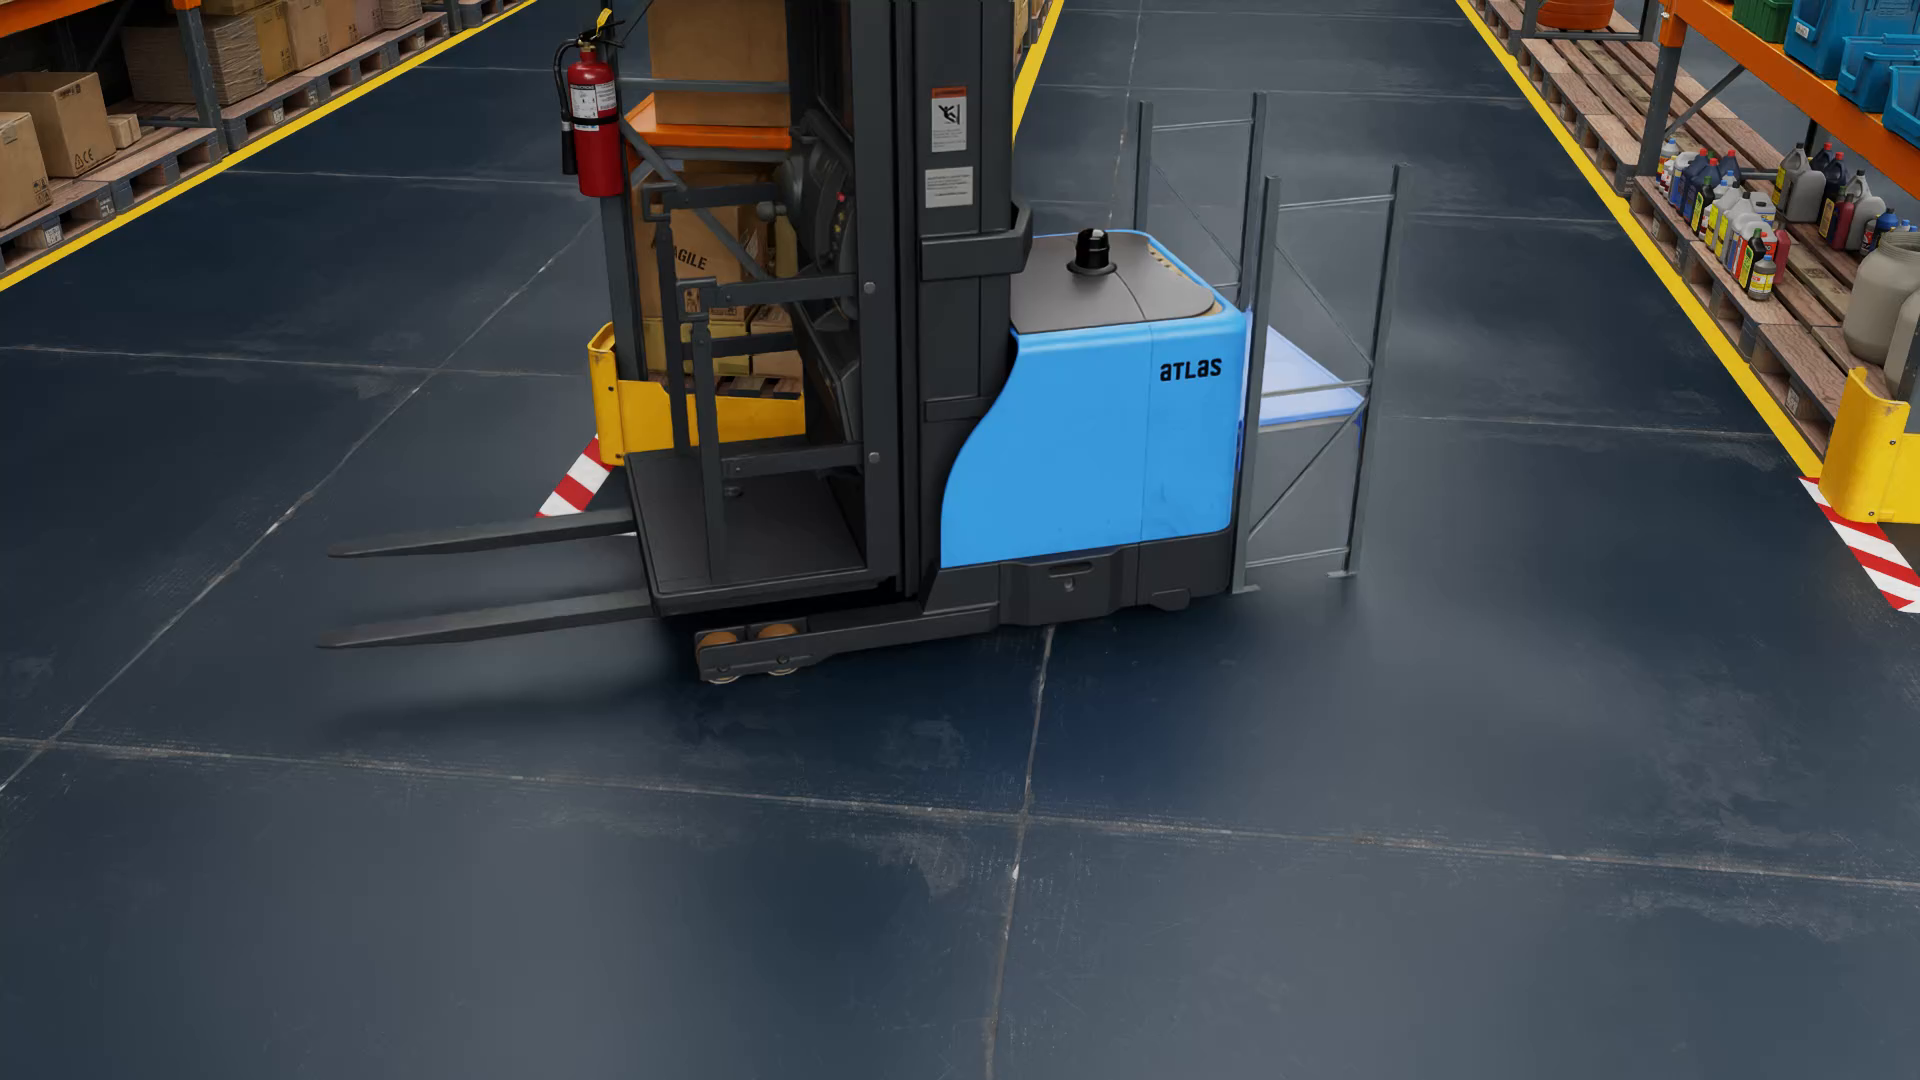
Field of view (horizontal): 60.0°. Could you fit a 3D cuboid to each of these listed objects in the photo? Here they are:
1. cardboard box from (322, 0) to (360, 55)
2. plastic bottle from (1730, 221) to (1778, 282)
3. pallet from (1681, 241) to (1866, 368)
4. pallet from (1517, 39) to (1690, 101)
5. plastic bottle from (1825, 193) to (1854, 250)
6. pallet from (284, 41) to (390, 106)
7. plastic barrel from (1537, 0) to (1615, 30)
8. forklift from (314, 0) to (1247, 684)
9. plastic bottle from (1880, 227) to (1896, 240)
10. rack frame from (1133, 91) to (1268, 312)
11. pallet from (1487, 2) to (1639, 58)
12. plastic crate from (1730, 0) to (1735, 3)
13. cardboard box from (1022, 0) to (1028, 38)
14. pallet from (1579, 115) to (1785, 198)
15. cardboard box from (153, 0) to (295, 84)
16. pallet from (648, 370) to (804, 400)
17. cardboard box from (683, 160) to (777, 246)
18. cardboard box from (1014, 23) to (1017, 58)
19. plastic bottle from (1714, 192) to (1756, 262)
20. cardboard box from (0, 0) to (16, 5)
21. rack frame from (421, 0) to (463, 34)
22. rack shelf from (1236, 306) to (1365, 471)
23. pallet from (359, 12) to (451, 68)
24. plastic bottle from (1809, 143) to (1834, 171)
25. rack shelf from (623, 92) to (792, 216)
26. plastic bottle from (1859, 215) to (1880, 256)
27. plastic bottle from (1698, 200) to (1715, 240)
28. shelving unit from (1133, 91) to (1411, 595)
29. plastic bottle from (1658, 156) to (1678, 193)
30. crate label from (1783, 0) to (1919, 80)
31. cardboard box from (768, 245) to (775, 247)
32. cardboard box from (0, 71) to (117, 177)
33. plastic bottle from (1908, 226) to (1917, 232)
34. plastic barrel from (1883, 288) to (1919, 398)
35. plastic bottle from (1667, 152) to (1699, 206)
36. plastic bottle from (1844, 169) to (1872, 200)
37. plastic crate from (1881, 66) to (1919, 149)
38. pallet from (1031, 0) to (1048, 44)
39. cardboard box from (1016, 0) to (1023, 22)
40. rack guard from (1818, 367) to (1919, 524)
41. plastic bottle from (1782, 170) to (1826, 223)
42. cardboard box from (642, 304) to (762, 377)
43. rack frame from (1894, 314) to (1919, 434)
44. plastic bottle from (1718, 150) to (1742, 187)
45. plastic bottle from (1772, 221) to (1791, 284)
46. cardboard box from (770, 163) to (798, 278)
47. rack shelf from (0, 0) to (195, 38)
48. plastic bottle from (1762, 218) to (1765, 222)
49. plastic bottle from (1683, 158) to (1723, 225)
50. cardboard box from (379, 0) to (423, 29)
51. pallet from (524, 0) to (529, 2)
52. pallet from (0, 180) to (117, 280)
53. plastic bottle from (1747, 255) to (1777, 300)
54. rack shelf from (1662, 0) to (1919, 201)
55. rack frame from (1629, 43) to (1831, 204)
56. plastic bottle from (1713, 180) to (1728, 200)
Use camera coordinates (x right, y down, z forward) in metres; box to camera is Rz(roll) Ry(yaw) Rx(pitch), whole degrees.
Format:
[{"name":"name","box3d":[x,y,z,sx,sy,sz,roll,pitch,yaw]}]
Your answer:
[{"name":"cardboard box","box3d":[-5.075,-4.023,12.726,0.700,0.500,0.500,3,28,6]},{"name":"plastic bottle","box3d":[3.873,-1.403,8.099,0.152,0.276,0.135,4,29,7]},{"name":"pallet","box3d":[4.245,-1.167,8.193,1.003,0.211,1.213,3,28,6]},{"name":"pallet","box3d":[4.872,-3.577,12.667,1.003,0.211,1.213,3,28,6]},{"name":"plastic bottle","box3d":[4.530,-1.649,8.549,0.061,0.283,0.133,3,28,6]},{"name":"pallet","box3d":[-5.076,-3.575,12.662,1.003,0.211,1.213,3,28,6]},{"name":"plastic barrel","box3d":[5.049,-4.628,13.522,0.600,0.830,0.708,3,28,6]},{"name":"forklift","box3d":[-0.632,-1.103,5.206,3.031,2.935,1.130,-7,29,-13]},{"name":"plastic bottle","box3d":[4.623,-1.453,8.271,0.097,0.201,0.097,0,28,0]},{"name":"rack frame","box3d":[0.897,-0.968,6.466,0.500,1.500,0.032,-8,29,-15]},{"name":"pallet","box3d":[5.061,-4.313,14.033,1.003,0.211,1.213,3,28,6]},{"name":"plastic crate","box3d":[4.325,-3.018,8.754,0.767,0.338,0.504,3,28,6]},{"name":"cardboard box","box3d":[0.268,-4.169,13.282,0.500,0.250,0.500,4,29,7]},{"name":"pallet","box3d":[4.573,-2.428,10.535,1.003,0.211,1.213,3,28,6]},{"name":"cardboard box","box3d":[-5.230,-3.546,11.842,0.700,0.500,0.500,3,28,5]},{"name":"pallet","box3d":[-0.838,-0.826,7.560,1.003,0.211,1.213,3,28,6]},{"name":"cardboard box","box3d":[-1.012,-1.737,7.976,0.500,0.500,0.500,3,28,6]},{"name":"cardboard box","box3d":[0.143,-3.690,12.392,0.500,0.250,0.500,4,29,7]},{"name":"plastic bottle","box3d":[3.907,-1.579,8.348,0.144,0.351,0.185,5,29,8]},{"name":"cardboard box","box3d":[-5.250,-2.853,8.521,0.500,0.250,0.500,4,29,7]},{"name":"rack frame","box3d":[-4.827,-5.743,13.747,1.000,3.000,0.127,3,28,6]},{"name":"rack shelf","box3d":[1.047,-0.580,6.124,0.538,0.185,1.000,-8,29,-15]},{"name":"pallet","box3d":[-4.924,-4.147,13.725,1.003,0.211,1.213,3,28,6]},{"name":"plastic bottle","box3d":[4.723,-1.992,9.113,0.144,0.351,0.185,3,28,5]},{"name":"rack shelf","box3d":[-0.645,-2.315,8.144,1.077,0.370,4.000,3,28,6]},{"name":"plastic bottle","box3d":[4.648,-1.550,8.451,0.097,0.201,0.097,0,28,0]},{"name":"plastic bottle","box3d":[3.924,-1.669,8.672,0.097,0.201,0.097,0,28,0]},{"name":"shelving unit","box3d":[1.047,-0.738,6.038,0.538,1.500,1.048,-8,29,-15]},{"name":"plastic bottle","box3d":[4.029,-2.073,9.422,0.097,0.201,0.097,0,28,0]},{"name":"crate label","box3d":[3.983,-2.299,7.317,0.502,0.435,0.616,3,28,6]},{"name":"cardboard box","box3d":[-1.009,-1.406,8.154,0.500,0.250,0.500,3,28,6]},{"name":"cardboard box","box3d":[-5.404,-2.462,9.829,0.500,0.500,0.500,1,28,2]},{"name":"plastic bottle","box3d":[4.599,-1.390,8.081,0.097,0.271,0.097,0,28,0]},{"name":"plastic barrel","box3d":[4.030,-0.805,6.762,0.421,0.512,0.421,0,28,0]},{"name":"plastic bottle","box3d":[4.029,-2.000,9.208,0.152,0.276,0.135,4,29,8]},{"name":"plastic bottle","box3d":[4.660,-1.749,8.663,0.144,0.351,0.185,3,28,6]},{"name":"plastic crate","box3d":[3.790,-1.589,6.193,0.499,0.251,0.616,3,28,6]},{"name":"pallet","box3d":[0.219,-4.578,14.525,1.003,0.211,1.213,3,28,6]},{"name":"cardboard box","box3d":[0.213,-4.172,12.696,0.500,0.311,0.500,3,28,5]},{"name":"rack guard","box3d":[3.988,-0.339,6.352,1.175,0.500,0.348,3,28,6]},{"name":"plastic bottle","box3d":[4.549,-1.865,8.957,0.152,0.276,0.135,3,28,6]},{"name":"cardboard box","box3d":[-1.118,-0.935,7.279,0.500,0.250,0.500,3,28,6]},{"name":"rack frame","box3d":[4.025,-1.401,5.688,1.000,3.000,0.127,3,28,6]},{"name":"plastic bottle","box3d":[4.148,-1.947,9.031,0.144,0.351,0.185,3,28,6]},{"name":"plastic bottle","box3d":[3.979,-1.400,8.086,0.061,0.283,0.133,3,28,6]},{"name":"cardboard box","box3d":[-0.544,-1.470,7.482,0.500,0.500,0.500,3,28,6]},{"name":"rack shelf","box3d":[-5.562,-2.602,8.675,1.077,0.370,4.000,3,28,6]},{"name":"plastic bottle","box3d":[4.032,-1.527,8.408,0.097,0.201,0.097,0,28,0]},{"name":"plastic bottle","box3d":[3.982,-1.867,8.881,0.144,0.351,0.185,2,28,4]},{"name":"cardboard box","box3d":[-4.863,-4.494,13.600,0.700,0.500,0.500,4,29,7]},{"name":"pallet","box3d":[-4.503,-5.454,16.152,1.003,0.211,1.213,3,28,6]},{"name":"pallet","box3d":[-5.511,-1.738,9.253,1.003,0.211,1.213,3,28,6]},{"name":"plastic bottle","box3d":[3.815,-1.253,7.899,0.097,0.201,0.097,0,28,0]},{"name":"rack shelf","box3d":[4.270,-2.026,7.606,1.077,0.370,4.000,3,28,6]},{"name":"rack frame","box3d":[4.516,-3.284,9.183,1.000,3.000,0.127,3,28,6]},{"name":"plastic bottle","box3d":[4.001,-1.760,8.768,0.097,0.271,0.097,0,28,0]}]
